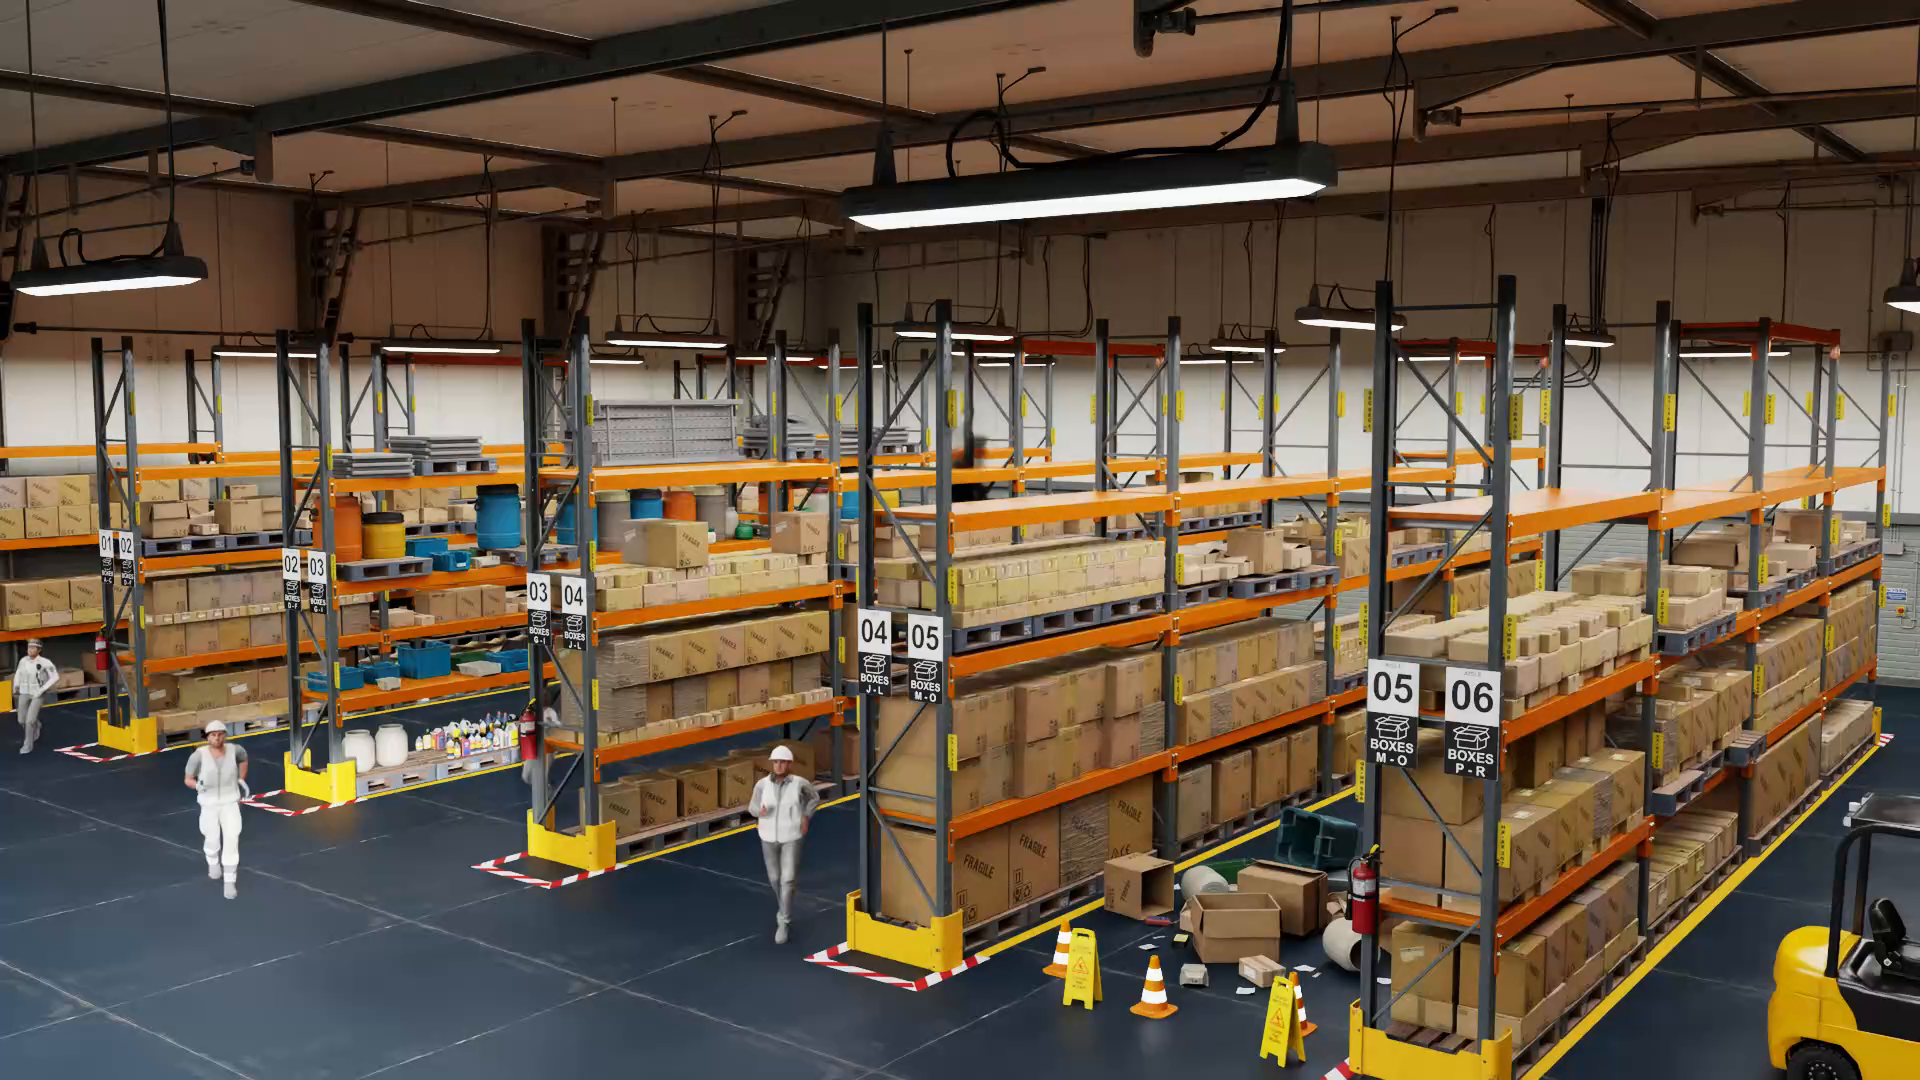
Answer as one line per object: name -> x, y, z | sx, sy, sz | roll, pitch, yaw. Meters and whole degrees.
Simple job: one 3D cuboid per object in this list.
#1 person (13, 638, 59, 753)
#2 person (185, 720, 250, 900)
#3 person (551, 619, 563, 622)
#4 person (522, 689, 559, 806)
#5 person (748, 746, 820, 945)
person -> -13.465, 2.242, 24.275 | 0.632, 1.665, 0.609 | 0, 5, 0
person -> -7.743, 2.757, 17.361 | 0.622, 1.805, 0.942 | -2, 6, -26
person -> -7.924, 1.410, 33.196 | 0.710, 1.776, 0.944 | 3, 6, 30
person -> -5.166, 2.607, 20.459 | 0.518, 1.554, 0.526 | 2, 5, 18
person -> -1.712, 2.867, 15.957 | 0.651, 1.789, 0.881 | 1, 5, 9
